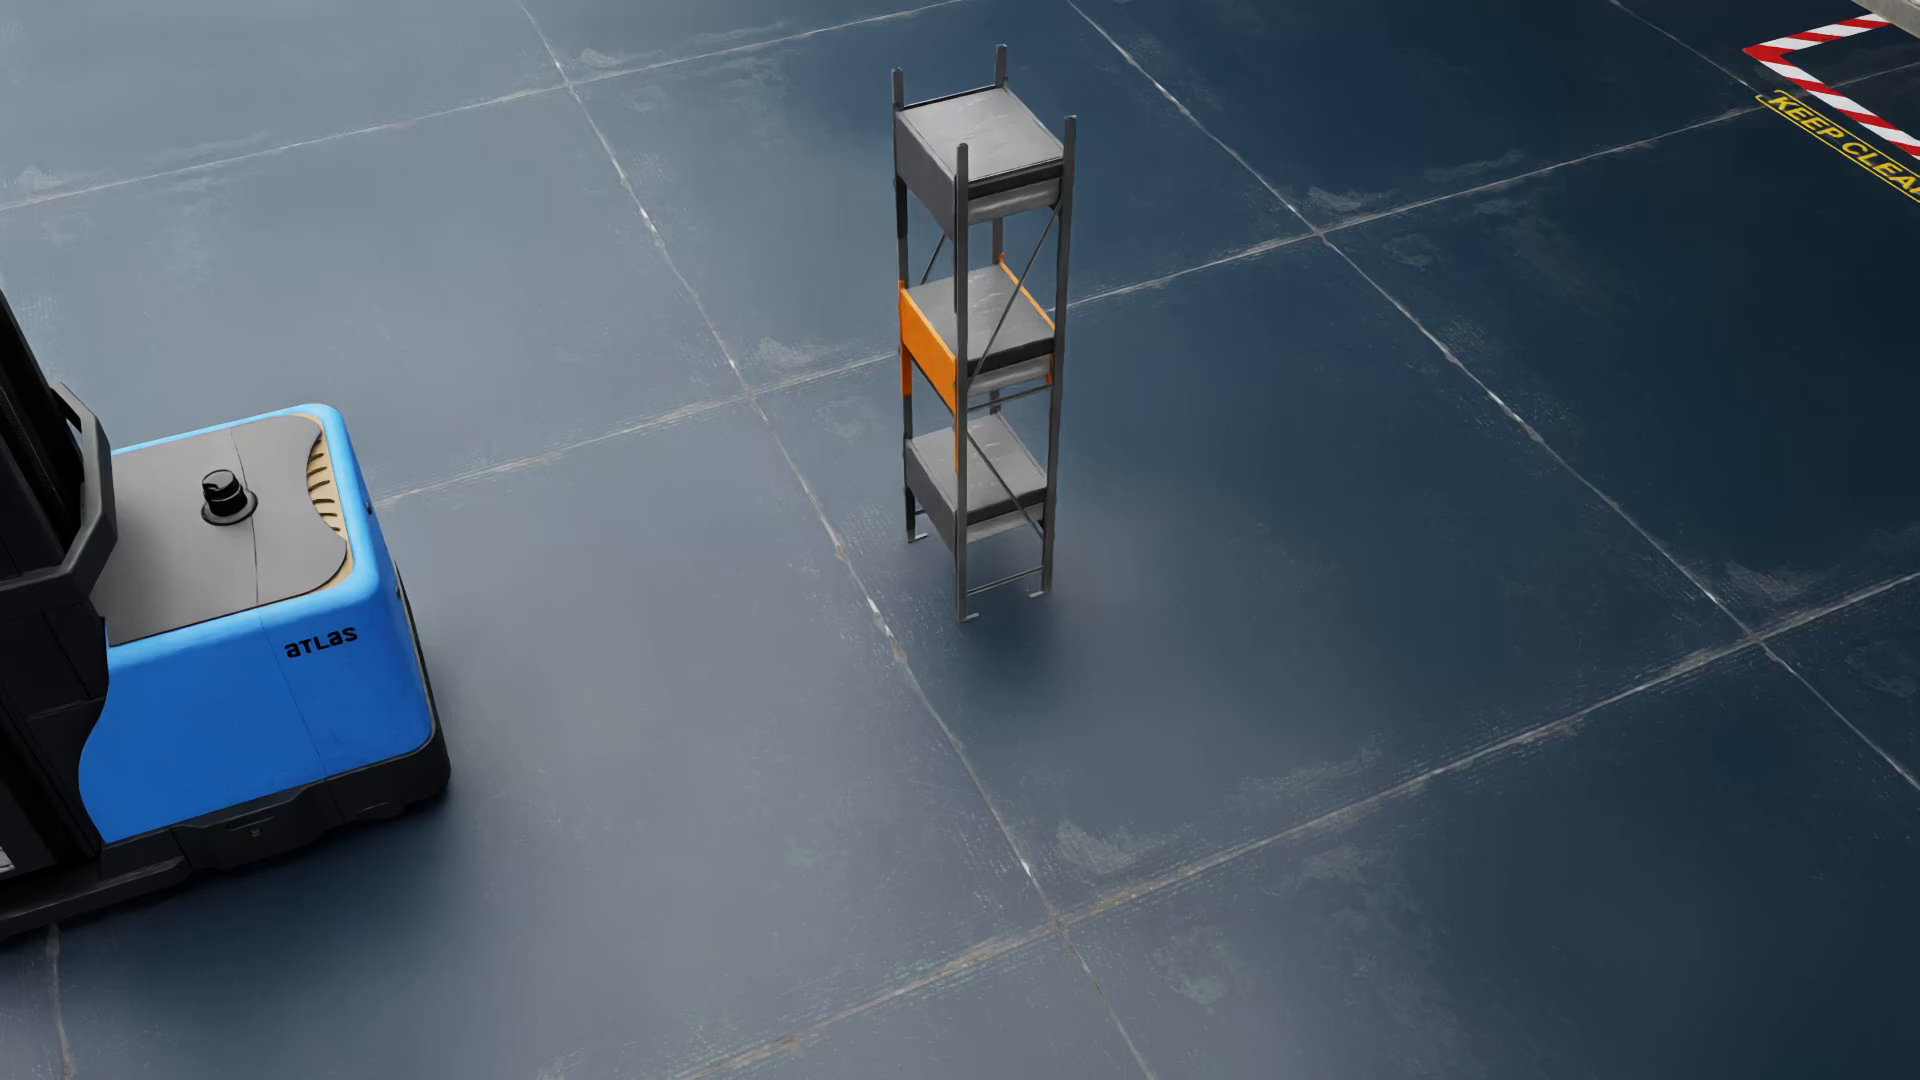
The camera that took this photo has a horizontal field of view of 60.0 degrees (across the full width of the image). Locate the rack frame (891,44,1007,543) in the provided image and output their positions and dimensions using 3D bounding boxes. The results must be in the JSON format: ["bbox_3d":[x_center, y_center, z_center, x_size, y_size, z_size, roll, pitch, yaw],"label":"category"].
[{"bbox_3d":[-0.033,-0.797,6.063,0.400,2.100,0.015,-18,47,-17],"label":"rack frame"}]

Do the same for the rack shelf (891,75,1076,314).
[{"bbox_3d":[0.070,-1.130,5.424,0.431,0.518,0.480,-18,47,-17],"label":"rack shelf"}]

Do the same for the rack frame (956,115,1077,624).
[{"bbox_3d":[0.172,-0.486,5.748,0.400,2.100,0.015,-18,47,-17],"label":"rack frame"}]

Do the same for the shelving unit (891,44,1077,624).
[{"bbox_3d":[0.070,-0.642,5.906,0.431,2.100,0.503,-18,47,-17],"label":"shelving unit"}]

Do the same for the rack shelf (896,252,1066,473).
[{"bbox_3d":[0.070,-0.632,5.915,0.431,0.518,0.480,-18,47,-17],"label":"rack shelf"}]

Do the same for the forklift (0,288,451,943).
[{"bbox_3d":[-3.348,-0.057,4.721,3.031,2.935,1.130,-16,47,-16],"label":"forklift"}]

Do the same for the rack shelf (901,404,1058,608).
[{"bbox_3d":[0.070,-0.134,6.407,0.431,0.518,0.480,-18,47,-17],"label":"rack shelf"}]
